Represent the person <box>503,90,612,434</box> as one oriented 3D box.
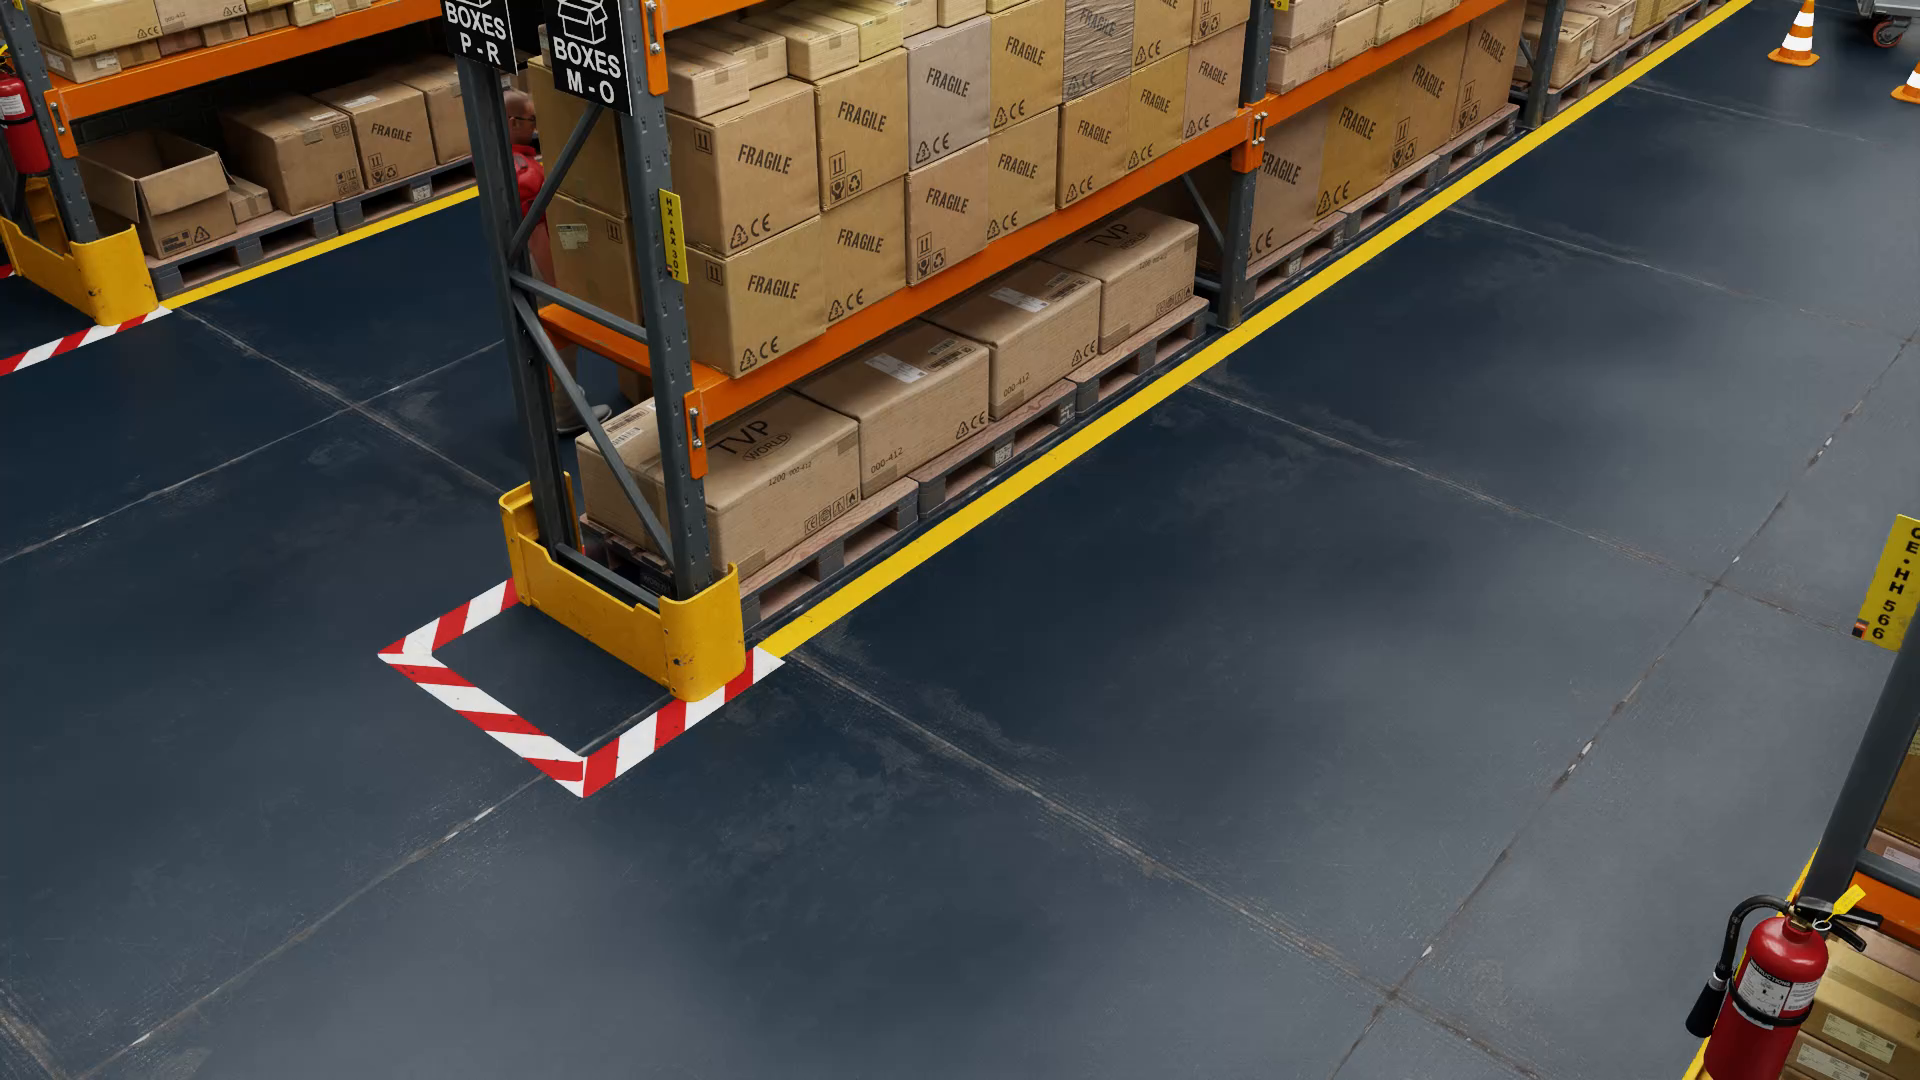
[{"bbox_3d":[-2.026,-1.337,8.048,0.403,1.728,0.551,-25,42,-32],"label":"person"}]
